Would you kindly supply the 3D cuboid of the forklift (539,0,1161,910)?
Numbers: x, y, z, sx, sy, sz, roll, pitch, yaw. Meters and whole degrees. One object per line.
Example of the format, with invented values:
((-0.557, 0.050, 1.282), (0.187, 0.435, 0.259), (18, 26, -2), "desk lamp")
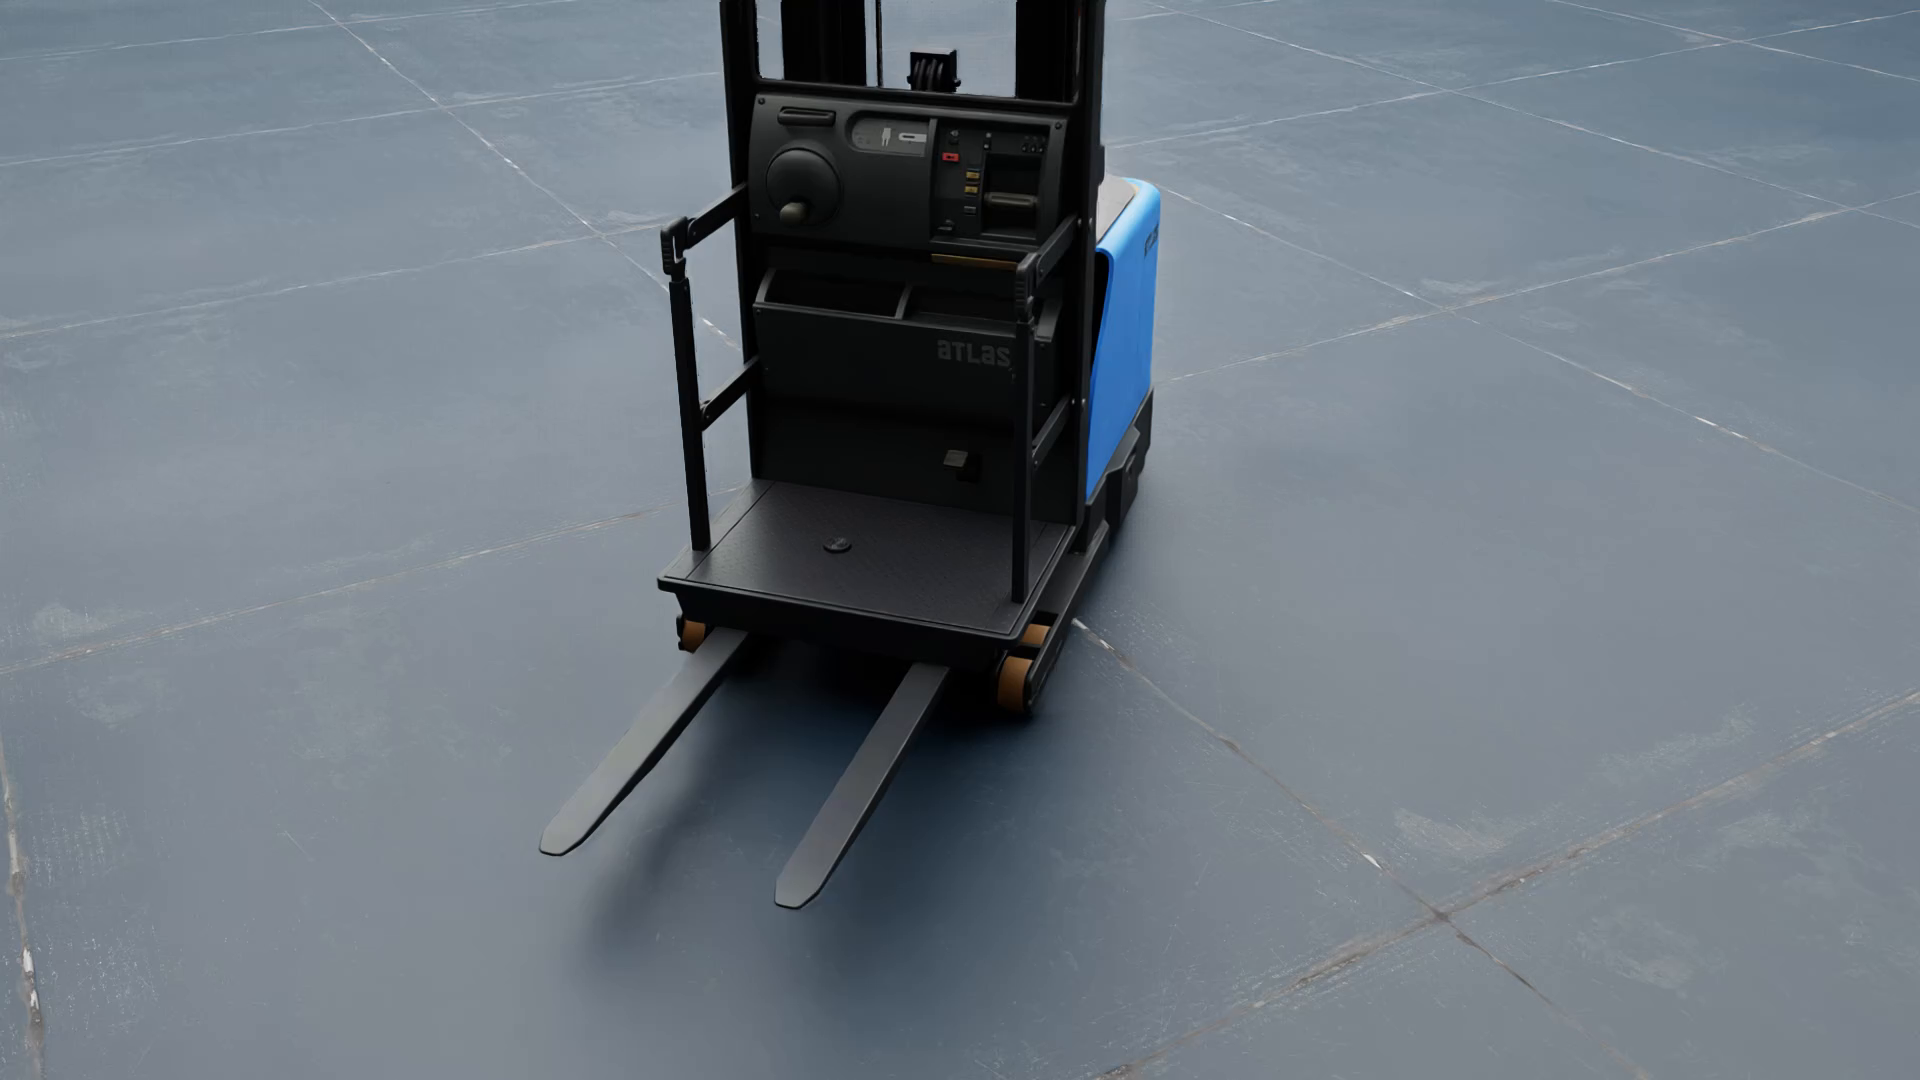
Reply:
((-0.221, -0.997, 4.523), (1.130, 2.935, 3.031), (9, 30, 16), "forklift")
